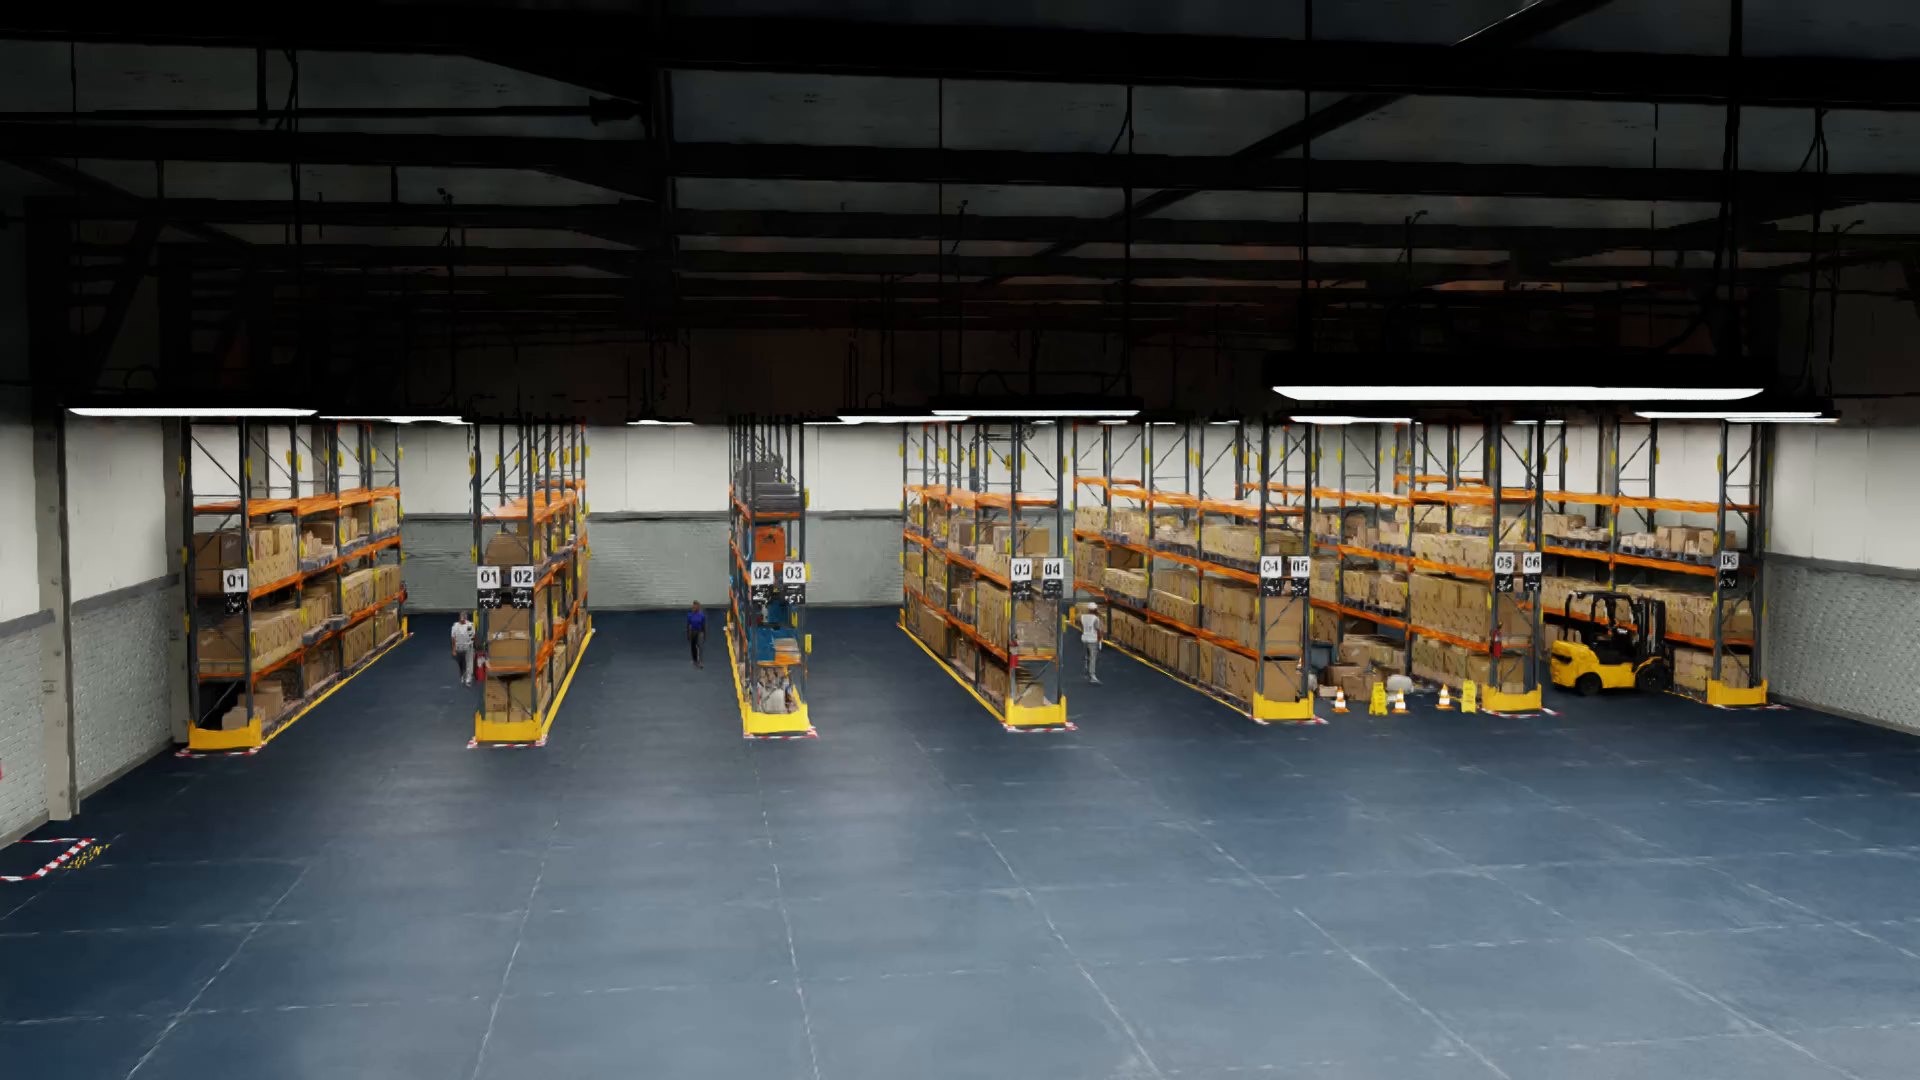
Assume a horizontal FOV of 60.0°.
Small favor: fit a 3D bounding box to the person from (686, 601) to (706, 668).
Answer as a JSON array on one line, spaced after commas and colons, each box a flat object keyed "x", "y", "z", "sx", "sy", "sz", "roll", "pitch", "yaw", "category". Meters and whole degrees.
[{"x": -6.293, "y": 2.225, "z": 39.638, "sx": 0.447, "sy": 1.574, "sz": 1.088, "roll": 0, "pitch": 4, "yaw": -7, "category": "person"}]

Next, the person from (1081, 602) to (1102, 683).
[{"x": 2.977, "y": 2.274, "z": 37.316, "sx": 0.477, "sy": 1.789, "sz": 0.634, "roll": -3, "pitch": 5, "yaw": -37, "category": "person"}]

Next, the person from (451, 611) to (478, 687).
[{"x": -10.934, "y": 2.377, "z": 36.640, "sx": 0.542, "sy": 1.675, "sz": 1.126, "roll": 0, "pitch": 4, "yaw": -7, "category": "person"}]
